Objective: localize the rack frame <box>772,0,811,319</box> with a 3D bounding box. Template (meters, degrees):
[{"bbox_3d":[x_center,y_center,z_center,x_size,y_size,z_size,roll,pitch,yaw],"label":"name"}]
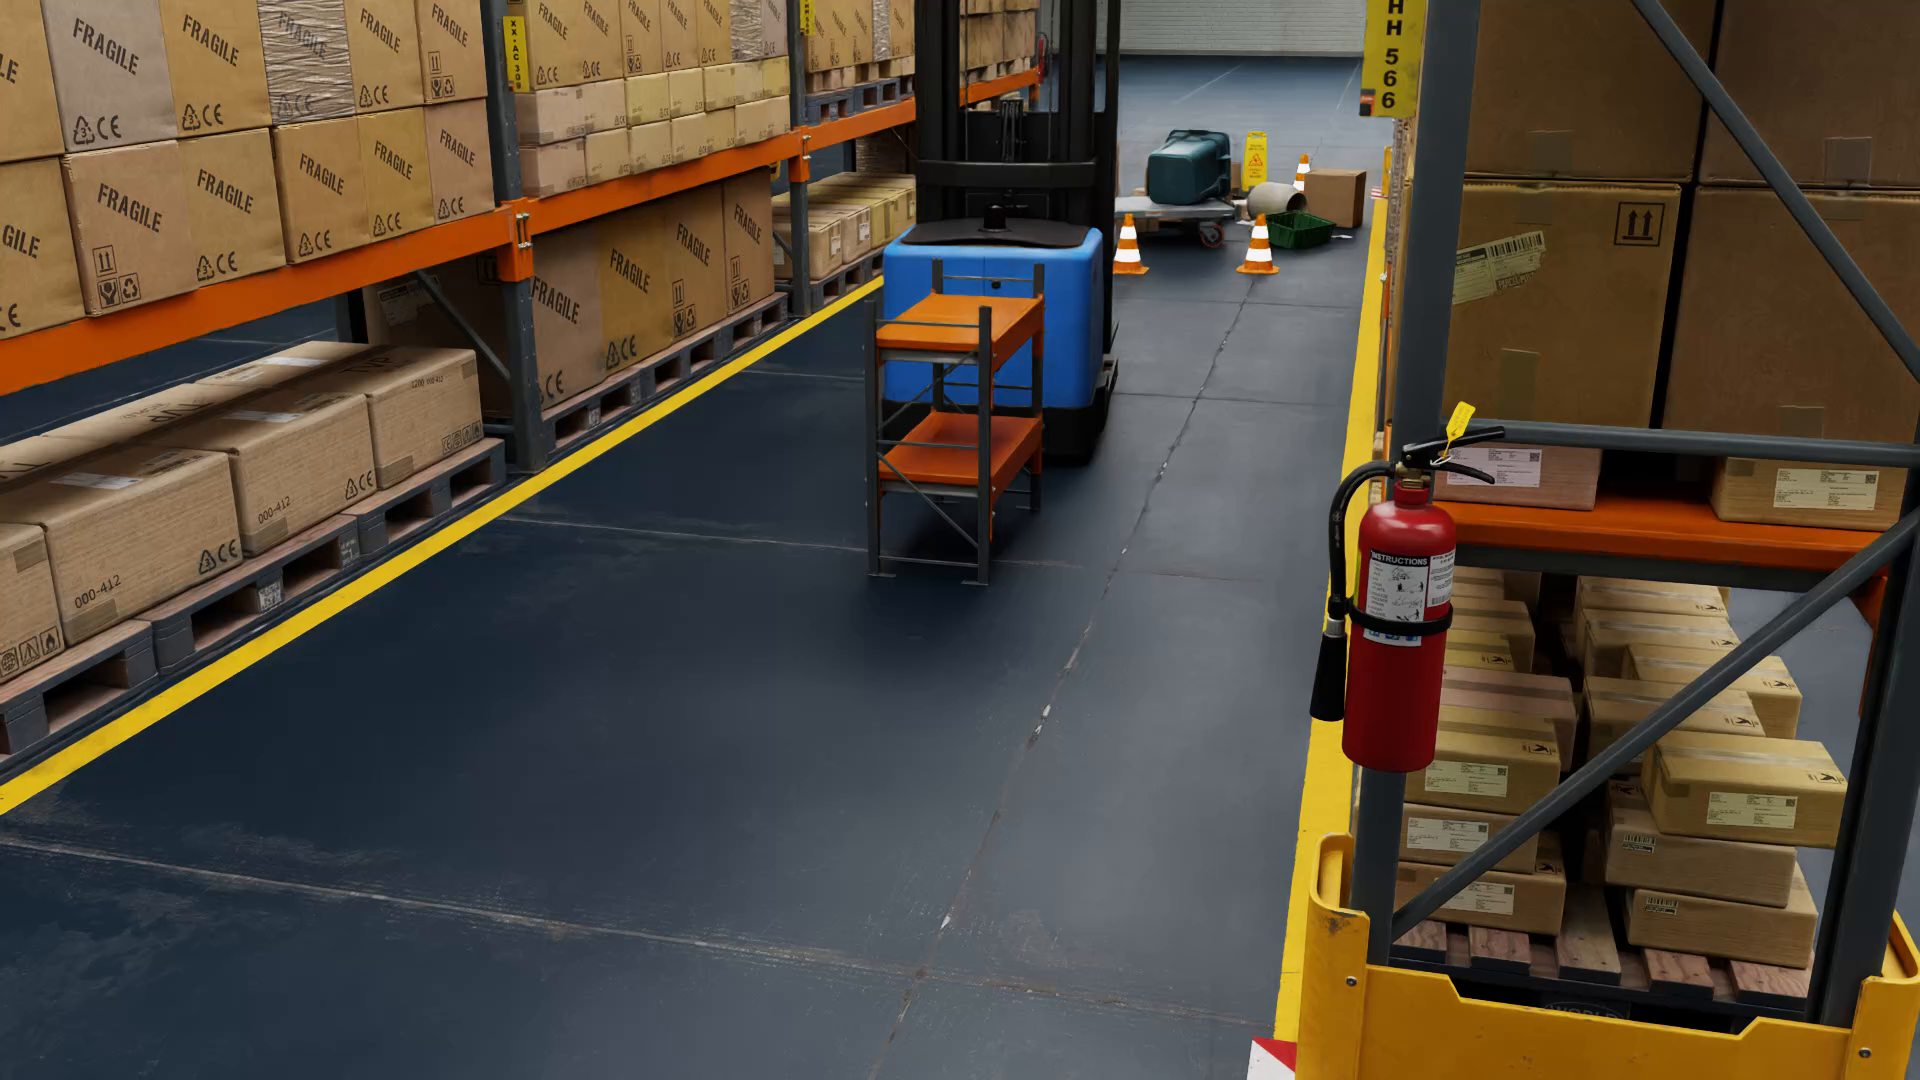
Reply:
[{"bbox_3d":[-1.562,-3.040,11.447,1.000,3.000,0.127,5,19,13],"label":"rack frame"}]

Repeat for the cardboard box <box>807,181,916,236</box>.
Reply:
[{"bbox_3d":[-0.883,-2.859,14.332,0.950,0.372,0.625,6,20,17],"label":"cardboard box"}]

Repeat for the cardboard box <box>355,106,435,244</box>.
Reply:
[{"bbox_3d":[-2.525,-1.506,6.802,0.500,0.500,0.500,4,19,12],"label":"cardboard box"}]

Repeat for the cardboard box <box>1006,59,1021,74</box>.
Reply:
[{"bbox_3d":[0.437,-5.045,17.705,0.380,0.149,0.250,5,19,14],"label":"cardboard box"}]

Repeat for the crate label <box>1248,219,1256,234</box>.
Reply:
[{"bbox_3d":[2.850,-2.916,15.513,0.298,0.136,0.250,-9,21,-24],"label":"crate label"}]

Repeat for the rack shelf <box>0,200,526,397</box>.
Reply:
[{"bbox_3d":[-3.028,-0.819,6.058,1.077,0.370,4.000,5,19,13],"label":"rack shelf"}]

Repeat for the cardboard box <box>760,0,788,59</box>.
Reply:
[{"bbox_3d":[-1.435,-3.378,10.734,0.500,0.500,0.500,4,19,12],"label":"cardboard box"}]

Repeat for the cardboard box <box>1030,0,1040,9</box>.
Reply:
[{"bbox_3d":[0.480,-6.031,18.043,0.700,0.500,0.500,4,19,12],"label":"cardboard box"}]

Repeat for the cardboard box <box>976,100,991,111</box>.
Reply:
[{"bbox_3d":[0.097,-4.297,16.568,0.380,0.149,0.250,6,20,17],"label":"cardboard box"}]

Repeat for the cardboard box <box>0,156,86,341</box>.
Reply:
[{"bbox_3d":[-3.024,-0.868,4.935,0.500,0.500,0.500,4,19,13],"label":"cardboard box"}]

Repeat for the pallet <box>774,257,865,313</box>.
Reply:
[{"bbox_3d":[-1.370,-1.965,12.615,1.003,0.211,1.213,5,19,13],"label":"pallet"}]

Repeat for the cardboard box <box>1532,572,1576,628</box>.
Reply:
[{"bbox_3d":[2.023,0.193,5.284,0.380,0.149,0.250,6,20,16],"label":"cardboard box"}]

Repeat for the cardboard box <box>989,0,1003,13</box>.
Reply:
[{"bbox_3d":[0.028,-5.389,16.164,0.700,0.500,0.500,4,19,12],"label":"cardboard box"}]

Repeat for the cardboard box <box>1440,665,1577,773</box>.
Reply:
[{"bbox_3d":[1.309,0.435,4.113,0.380,0.149,0.250,5,19,14],"label":"cardboard box"}]

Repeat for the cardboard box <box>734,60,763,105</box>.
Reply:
[{"bbox_3d":[-1.556,-2.873,10.416,0.500,0.250,0.500,4,19,12],"label":"cardboard box"}]

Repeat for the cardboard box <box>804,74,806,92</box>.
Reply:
[{"bbox_3d":[-1.302,-3.207,11.675,0.380,0.149,0.250,4,19,10],"label":"cardboard box"}]

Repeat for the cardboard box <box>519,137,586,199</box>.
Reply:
[{"bbox_3d":[-2.176,-1.832,8.144,0.500,0.250,0.500,4,19,12],"label":"cardboard box"}]

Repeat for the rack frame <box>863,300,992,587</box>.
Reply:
[{"bbox_3d":[-0.126,-0.371,6.533,0.500,1.125,0.032,5,19,13],"label":"rack frame"}]

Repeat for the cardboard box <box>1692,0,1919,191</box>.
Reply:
[{"bbox_3d":[1.675,-0.954,3.179,0.500,0.500,0.500,5,19,13],"label":"cardboard box"}]

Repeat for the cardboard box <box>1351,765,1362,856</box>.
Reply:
[{"bbox_3d":[1.199,0.707,4.238,0.380,0.149,0.250,5,20,15],"label":"cardboard box"}]

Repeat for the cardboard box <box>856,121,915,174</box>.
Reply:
[{"bbox_3d":[-0.700,-3.753,15.978,0.500,0.500,0.500,4,19,13],"label":"cardboard box"}]

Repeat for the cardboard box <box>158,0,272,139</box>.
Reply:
[{"bbox_3d":[-2.764,-1.662,5.711,0.500,0.500,0.500,5,19,14],"label":"cardboard box"}]

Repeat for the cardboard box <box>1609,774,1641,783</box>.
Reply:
[{"bbox_3d":[1.807,0.611,4.059,0.380,0.149,0.250,5,19,13],"label":"cardboard box"}]

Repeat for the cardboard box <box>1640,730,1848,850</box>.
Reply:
[{"bbox_3d":[1.766,0.558,3.753,0.380,0.149,0.250,4,19,11],"label":"cardboard box"}]

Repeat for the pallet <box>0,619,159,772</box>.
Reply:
[{"bbox_3d":[-3.397,0.530,5.309,1.003,0.211,1.213,5,19,13],"label":"pallet"}]

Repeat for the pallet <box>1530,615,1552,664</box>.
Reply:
[{"bbox_3d":[1.860,0.489,5.428,1.003,0.211,1.213,5,19,13],"label":"pallet"}]

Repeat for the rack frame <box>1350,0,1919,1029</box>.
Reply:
[{"bbox_3d":[1.308,-0.173,3.054,1.000,3.000,0.127,5,19,13],"label":"rack frame"}]

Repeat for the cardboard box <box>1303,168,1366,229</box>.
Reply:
[{"bbox_3d":[3.624,-3.320,16.131,0.500,0.500,0.500,8,21,23],"label":"cardboard box"}]

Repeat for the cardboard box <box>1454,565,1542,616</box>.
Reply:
[{"bbox_3d":[1.557,0.106,5.078,0.380,0.149,0.250,4,19,12],"label":"cardboard box"}]

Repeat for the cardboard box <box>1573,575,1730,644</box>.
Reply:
[{"bbox_3d":[1.959,0.223,4.735,0.380,0.149,0.250,5,20,16],"label":"cardboard box"}]

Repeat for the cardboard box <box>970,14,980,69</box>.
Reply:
[{"bbox_3d":[-0.107,-4.757,15.859,0.500,0.500,0.500,5,19,13],"label":"cardboard box"}]

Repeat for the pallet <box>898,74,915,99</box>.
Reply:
[{"bbox_3d":[-0.912,-3.975,14.481,1.003,0.211,1.213,5,19,13],"label":"pallet"}]

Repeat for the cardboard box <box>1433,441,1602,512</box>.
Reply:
[{"bbox_3d":[1.114,-0.179,3.459,0.380,0.149,0.250,5,19,13],"label":"cardboard box"}]

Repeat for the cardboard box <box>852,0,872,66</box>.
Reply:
[{"bbox_3d":[-0.984,-3.880,12.643,0.500,0.500,0.500,5,19,14],"label":"cardboard box"}]

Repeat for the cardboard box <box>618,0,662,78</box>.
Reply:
[{"bbox_3d":[-1.931,-2.741,8.869,0.500,0.500,0.500,4,19,12],"label":"cardboard box"}]

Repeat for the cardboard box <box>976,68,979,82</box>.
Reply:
[{"bbox_3d":[-0.021,-4.578,16.339,0.380,0.149,0.250,5,19,13],"label":"cardboard box"}]

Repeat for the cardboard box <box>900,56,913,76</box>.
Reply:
[{"bbox_3d":[-0.611,-3.945,13.837,0.380,0.149,0.250,5,19,14],"label":"cardboard box"}]

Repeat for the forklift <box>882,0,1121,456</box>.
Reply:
[{"bbox_3d":[0.339,-2.238,9.205,1.130,2.935,3.031,3,19,8],"label":"forklift"}]

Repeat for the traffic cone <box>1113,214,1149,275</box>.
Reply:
[{"bbox_3d":[1.369,-2.424,13.569,0.336,0.463,0.334,5,19,13],"label":"traffic cone"}]

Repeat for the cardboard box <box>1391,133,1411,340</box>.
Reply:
[{"bbox_3d":[1.299,-0.684,3.933,0.500,0.500,0.500,4,19,12],"label":"cardboard box"}]

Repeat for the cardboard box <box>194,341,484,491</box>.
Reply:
[{"bbox_3d":[-2.797,-0.584,7.571,0.875,0.438,0.875,4,19,13],"label":"cardboard box"}]

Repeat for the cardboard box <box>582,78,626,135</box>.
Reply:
[{"bbox_3d":[-2.058,-2.233,8.544,0.500,0.250,0.500,5,19,14],"label":"cardboard box"}]

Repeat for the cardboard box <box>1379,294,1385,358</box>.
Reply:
[{"bbox_3d":[2.723,-1.337,9.679,0.500,0.500,0.500,5,19,14],"label":"cardboard box"}]

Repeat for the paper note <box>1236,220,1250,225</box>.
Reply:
[{"bbox_3d":[2.797,-3.096,16.216,0.172,0.023,0.155,12,22,32],"label":"paper note"}]

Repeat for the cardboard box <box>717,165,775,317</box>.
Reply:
[{"bbox_3d":[-1.811,-2.023,11.108,0.875,0.875,0.875,4,19,13],"label":"cardboard box"}]

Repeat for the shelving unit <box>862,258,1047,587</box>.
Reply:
[{"bbox_3d":[-0.002,-0.530,7.000,0.538,1.125,1.048,5,19,13],"label":"shelving unit"}]

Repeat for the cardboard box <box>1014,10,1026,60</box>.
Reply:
[{"bbox_3d":[0.400,-5.387,17.704,0.500,0.500,0.500,5,19,14],"label":"cardboard box"}]

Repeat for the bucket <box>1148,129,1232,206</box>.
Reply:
[{"bbox_3d":[2.038,-3.329,15.007,0.726,0.611,0.620,12,32,32],"label":"bucket"}]

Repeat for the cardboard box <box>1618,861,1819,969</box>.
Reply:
[{"bbox_3d":[1.747,0.838,3.854,0.380,0.149,0.250,5,20,14],"label":"cardboard box"}]

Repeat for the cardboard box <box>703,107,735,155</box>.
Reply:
[{"bbox_3d":[-1.682,-2.472,10.016,0.500,0.250,0.500,4,19,13],"label":"cardboard box"}]

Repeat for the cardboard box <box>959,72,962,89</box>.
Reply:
[{"bbox_3d":[-0.197,-4.248,15.373,0.380,0.149,0.250,5,19,13],"label":"cardboard box"}]
